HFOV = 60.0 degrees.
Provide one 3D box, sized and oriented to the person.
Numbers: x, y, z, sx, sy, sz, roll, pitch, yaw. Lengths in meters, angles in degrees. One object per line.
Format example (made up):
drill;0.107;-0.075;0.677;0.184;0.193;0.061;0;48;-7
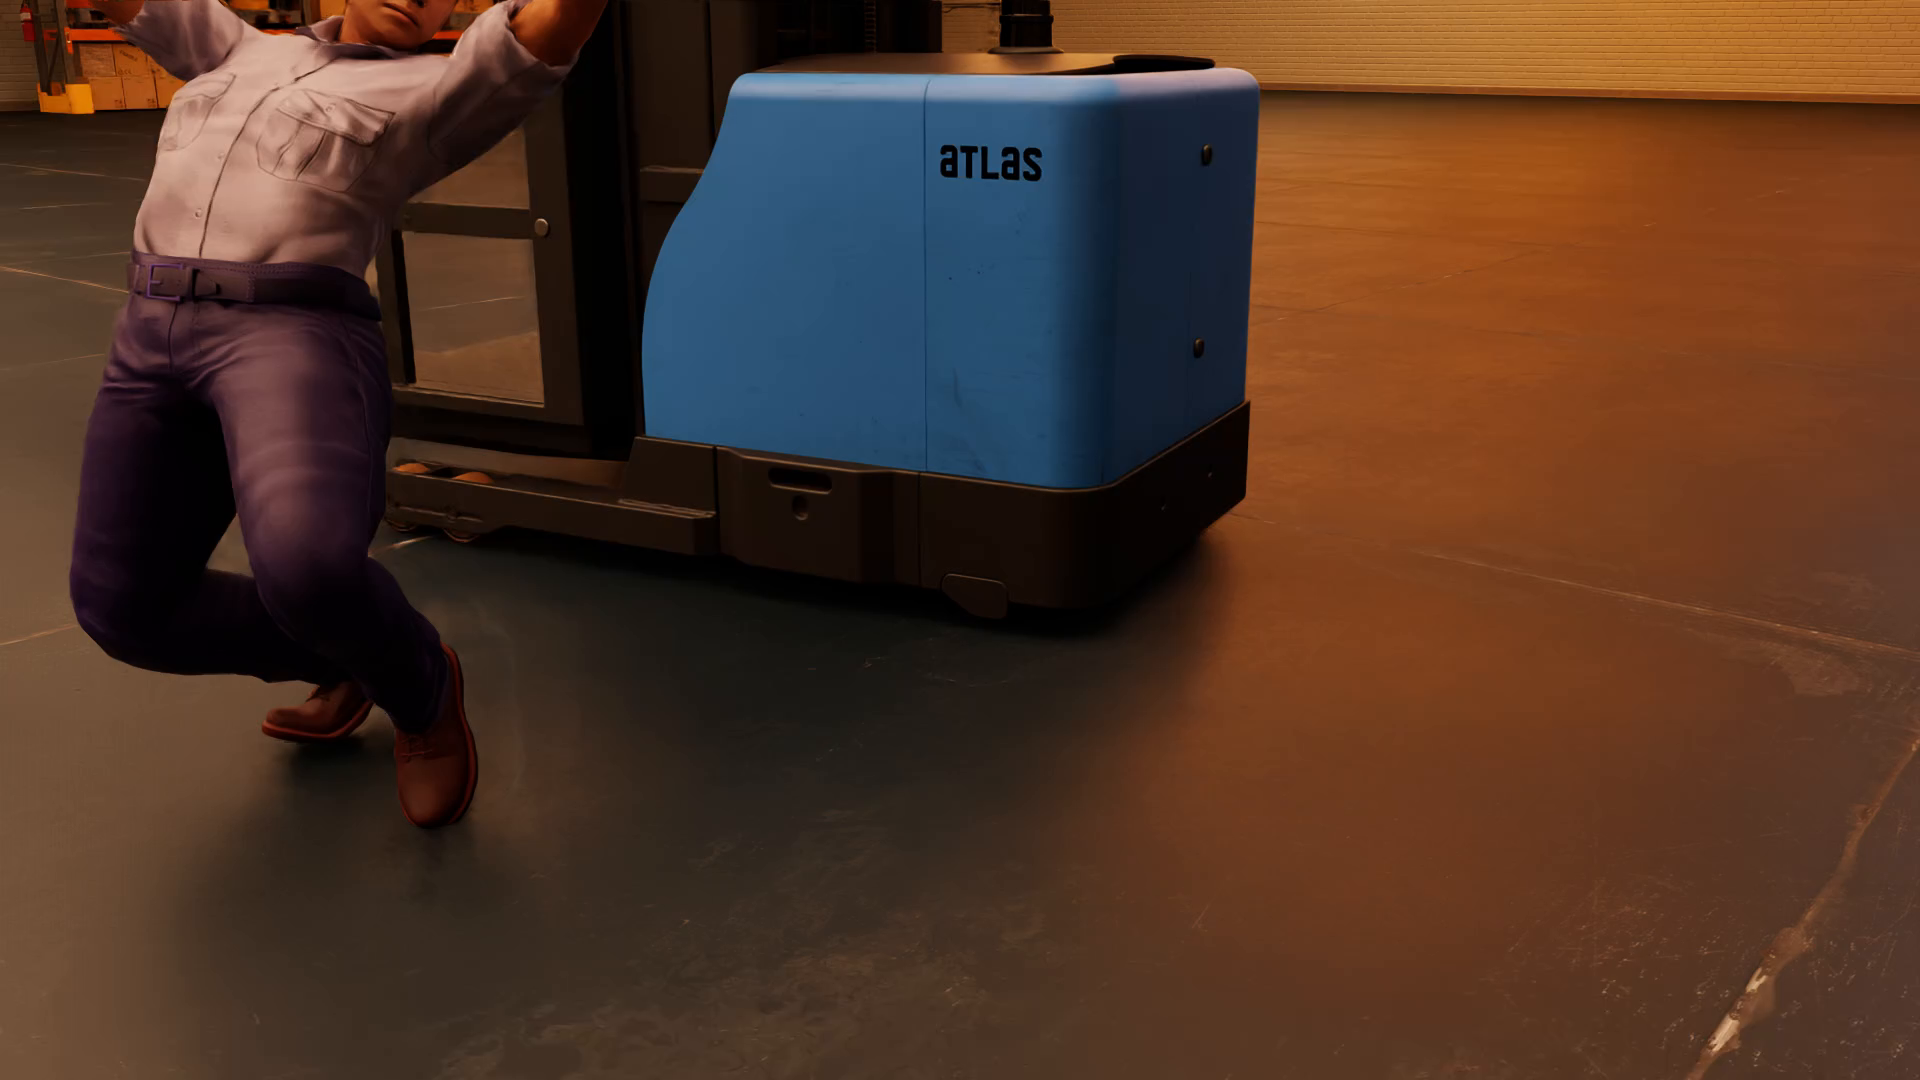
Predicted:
person;-0.866;-0.343;2.415;0.956;1.580;0.751;7;18;21

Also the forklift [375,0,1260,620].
forklift;-0.856;-1.522;3.909;3.031;2.935;1.130;8;19;26
